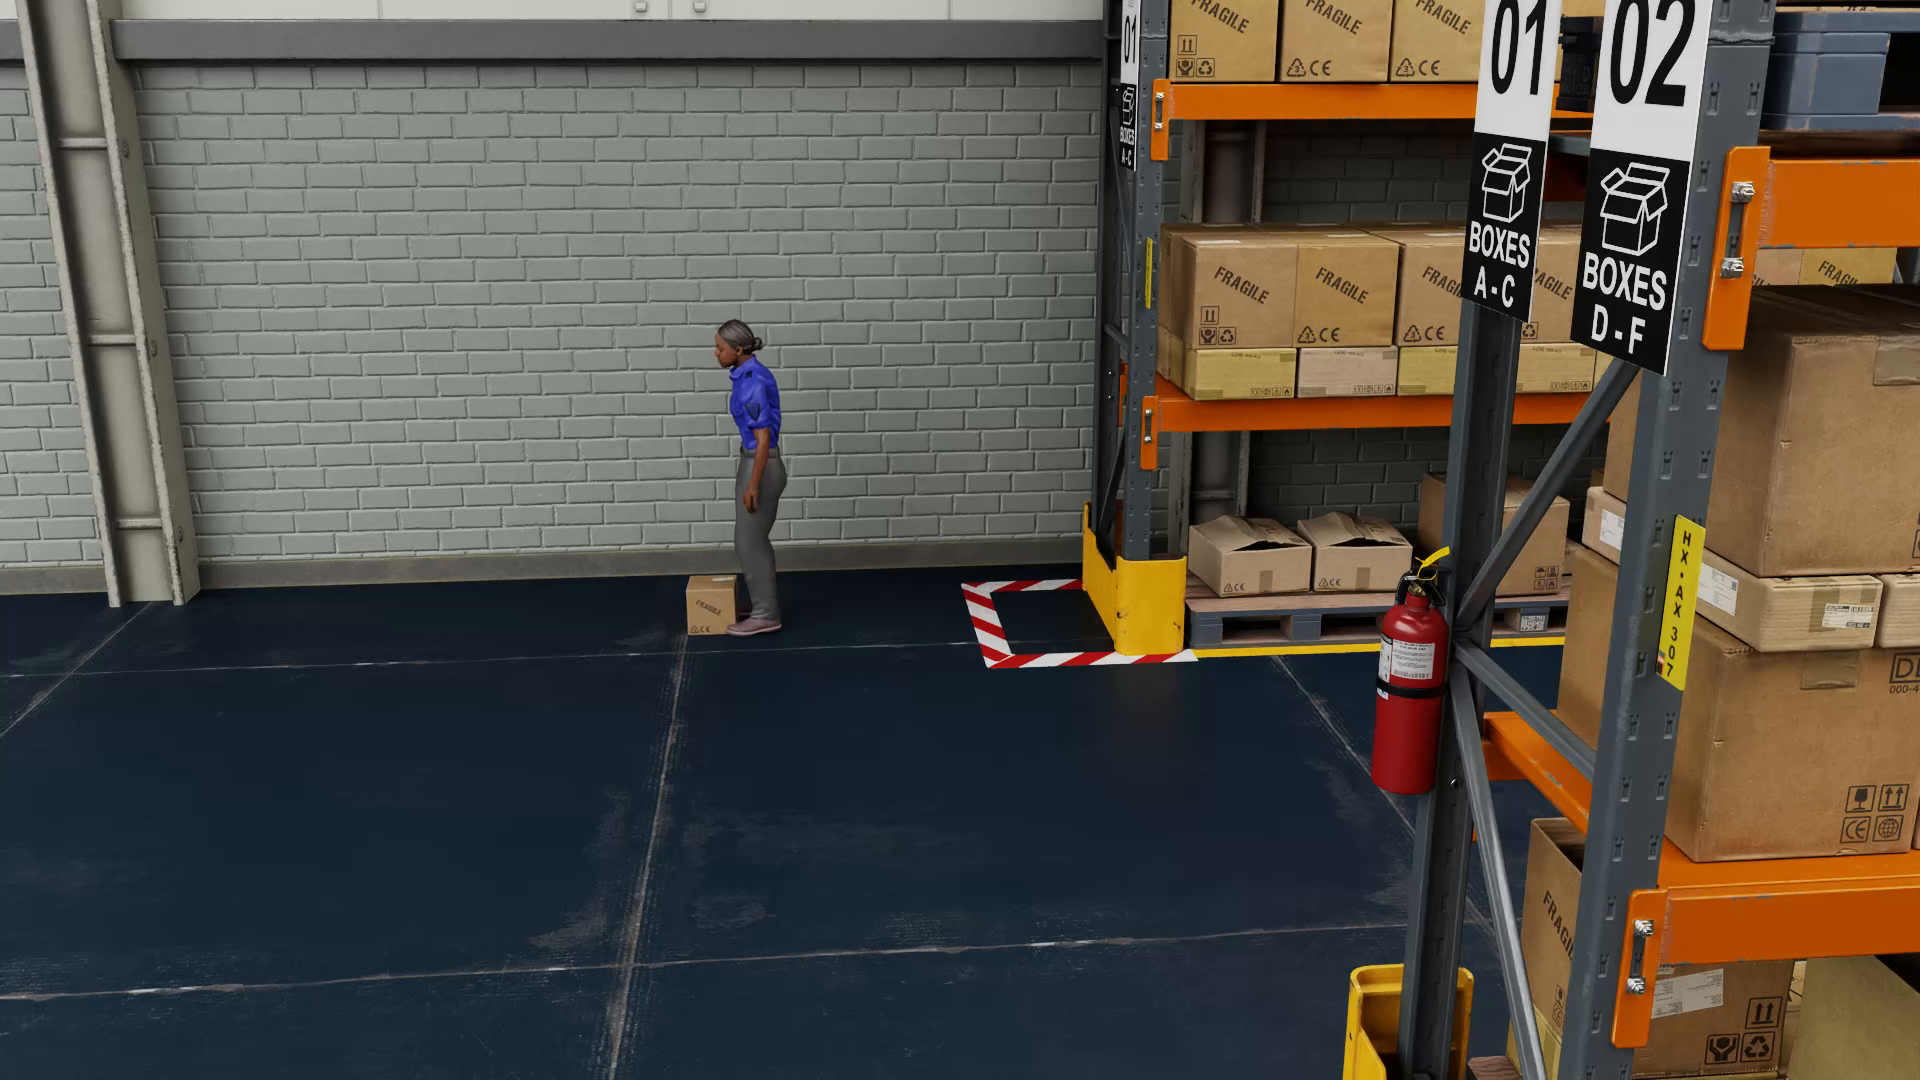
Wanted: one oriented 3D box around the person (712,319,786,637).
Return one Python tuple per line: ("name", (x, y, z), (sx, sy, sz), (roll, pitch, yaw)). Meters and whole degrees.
("person", (-1.086, -0.337, 8.662), (0.350, 1.655, 0.523), (-2, 17, -7))
